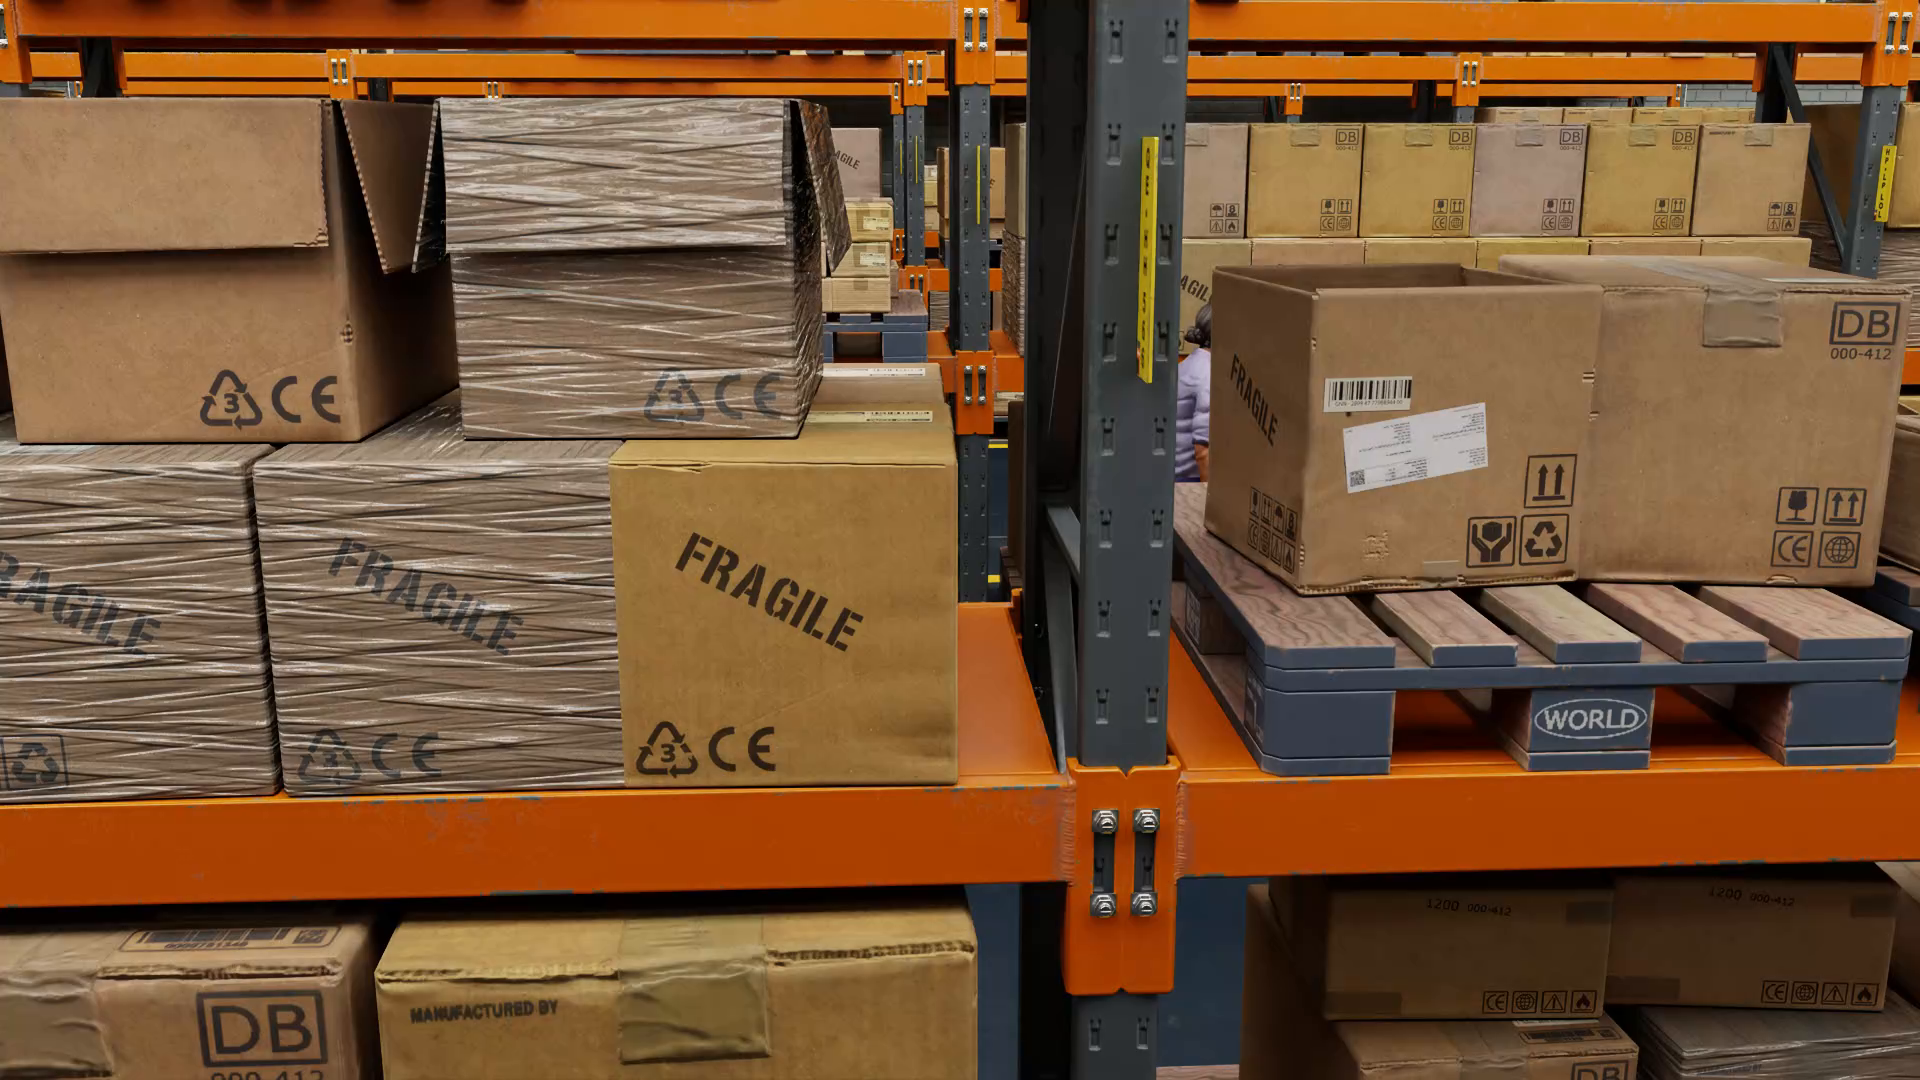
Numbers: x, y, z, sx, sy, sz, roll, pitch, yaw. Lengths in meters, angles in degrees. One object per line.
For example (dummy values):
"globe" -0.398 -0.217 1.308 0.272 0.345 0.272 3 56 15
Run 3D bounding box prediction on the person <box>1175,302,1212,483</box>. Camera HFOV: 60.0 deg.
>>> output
"person" 0.917 -0.088 6.372 0.363 1.653 0.552 -1 14 -6
